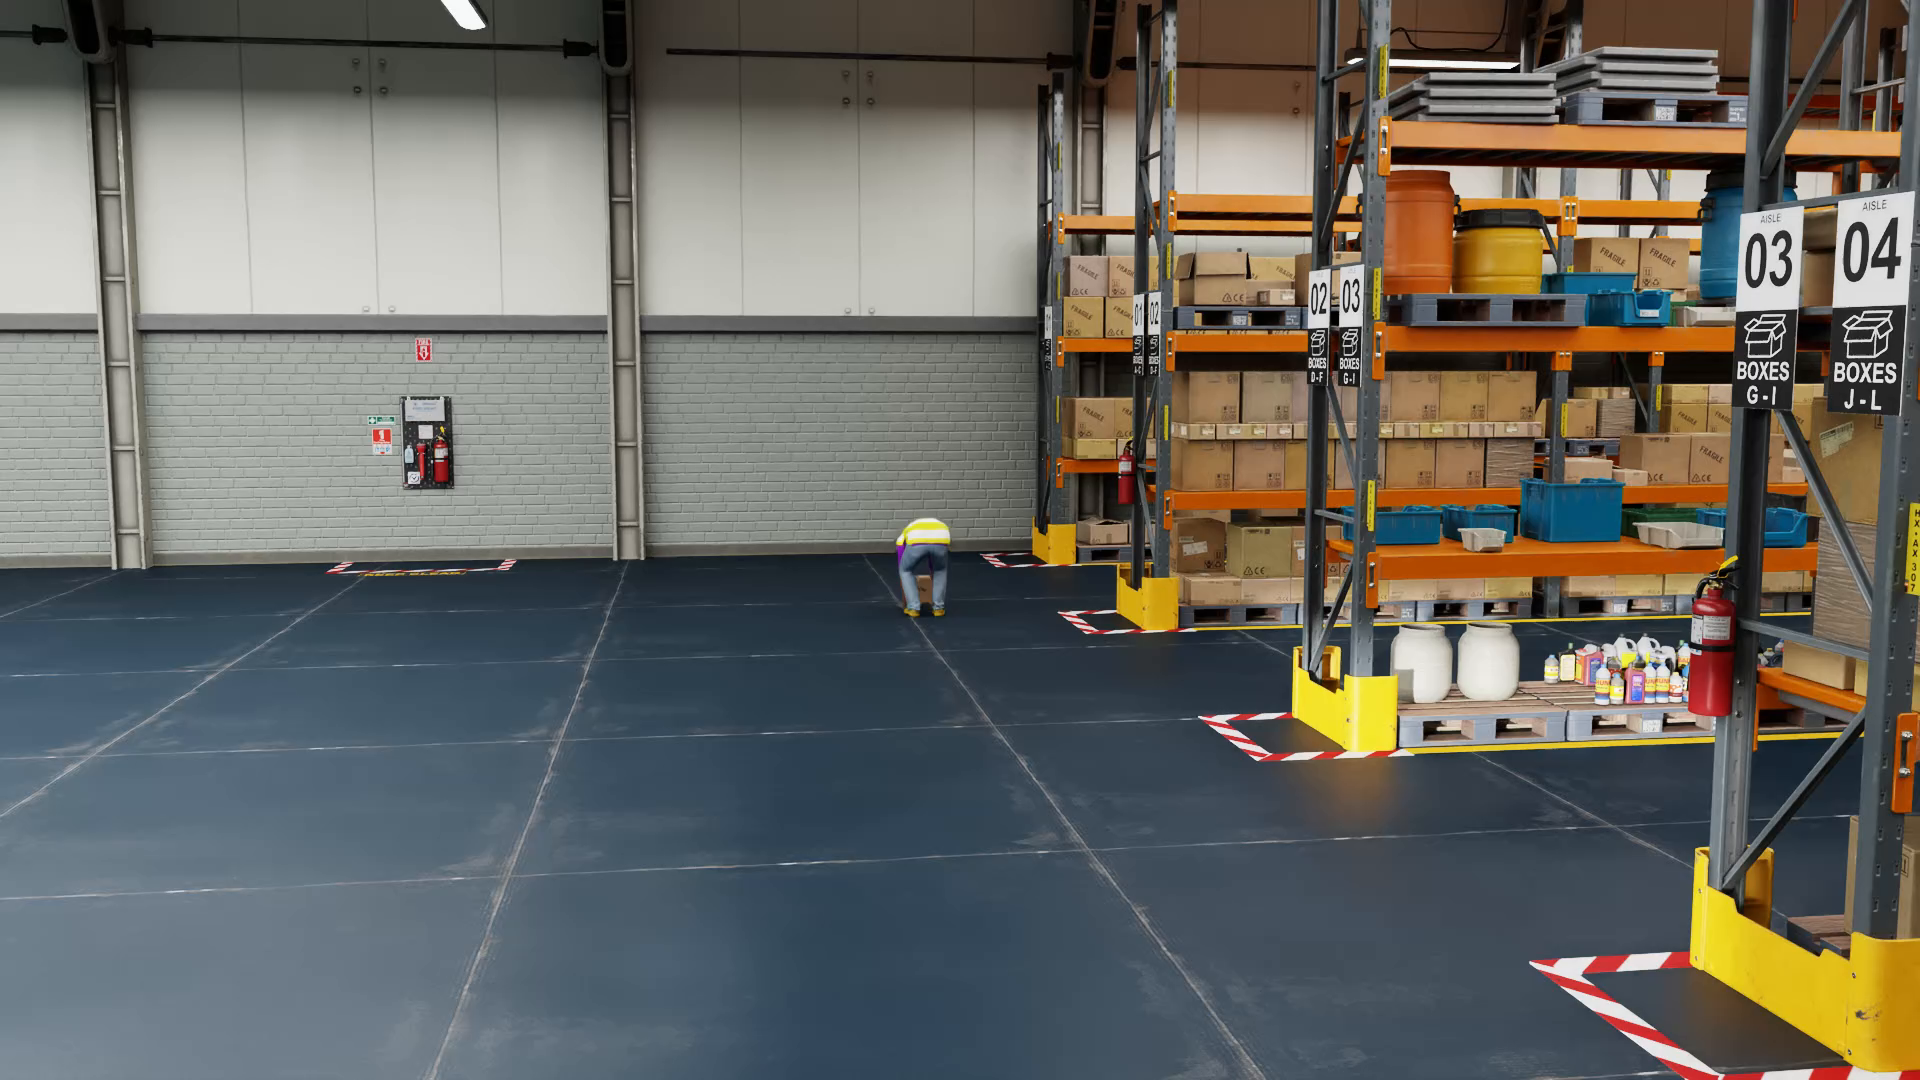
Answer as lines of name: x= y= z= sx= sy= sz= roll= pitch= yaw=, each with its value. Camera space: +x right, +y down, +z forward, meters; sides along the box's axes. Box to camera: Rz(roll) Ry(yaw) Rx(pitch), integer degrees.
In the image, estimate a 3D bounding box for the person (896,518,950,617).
person: x=-0.386 y=0.247 z=16.905 sx=0.498 sy=0.979 sz=0.974 roll=-1 pitch=7 yaw=-11
